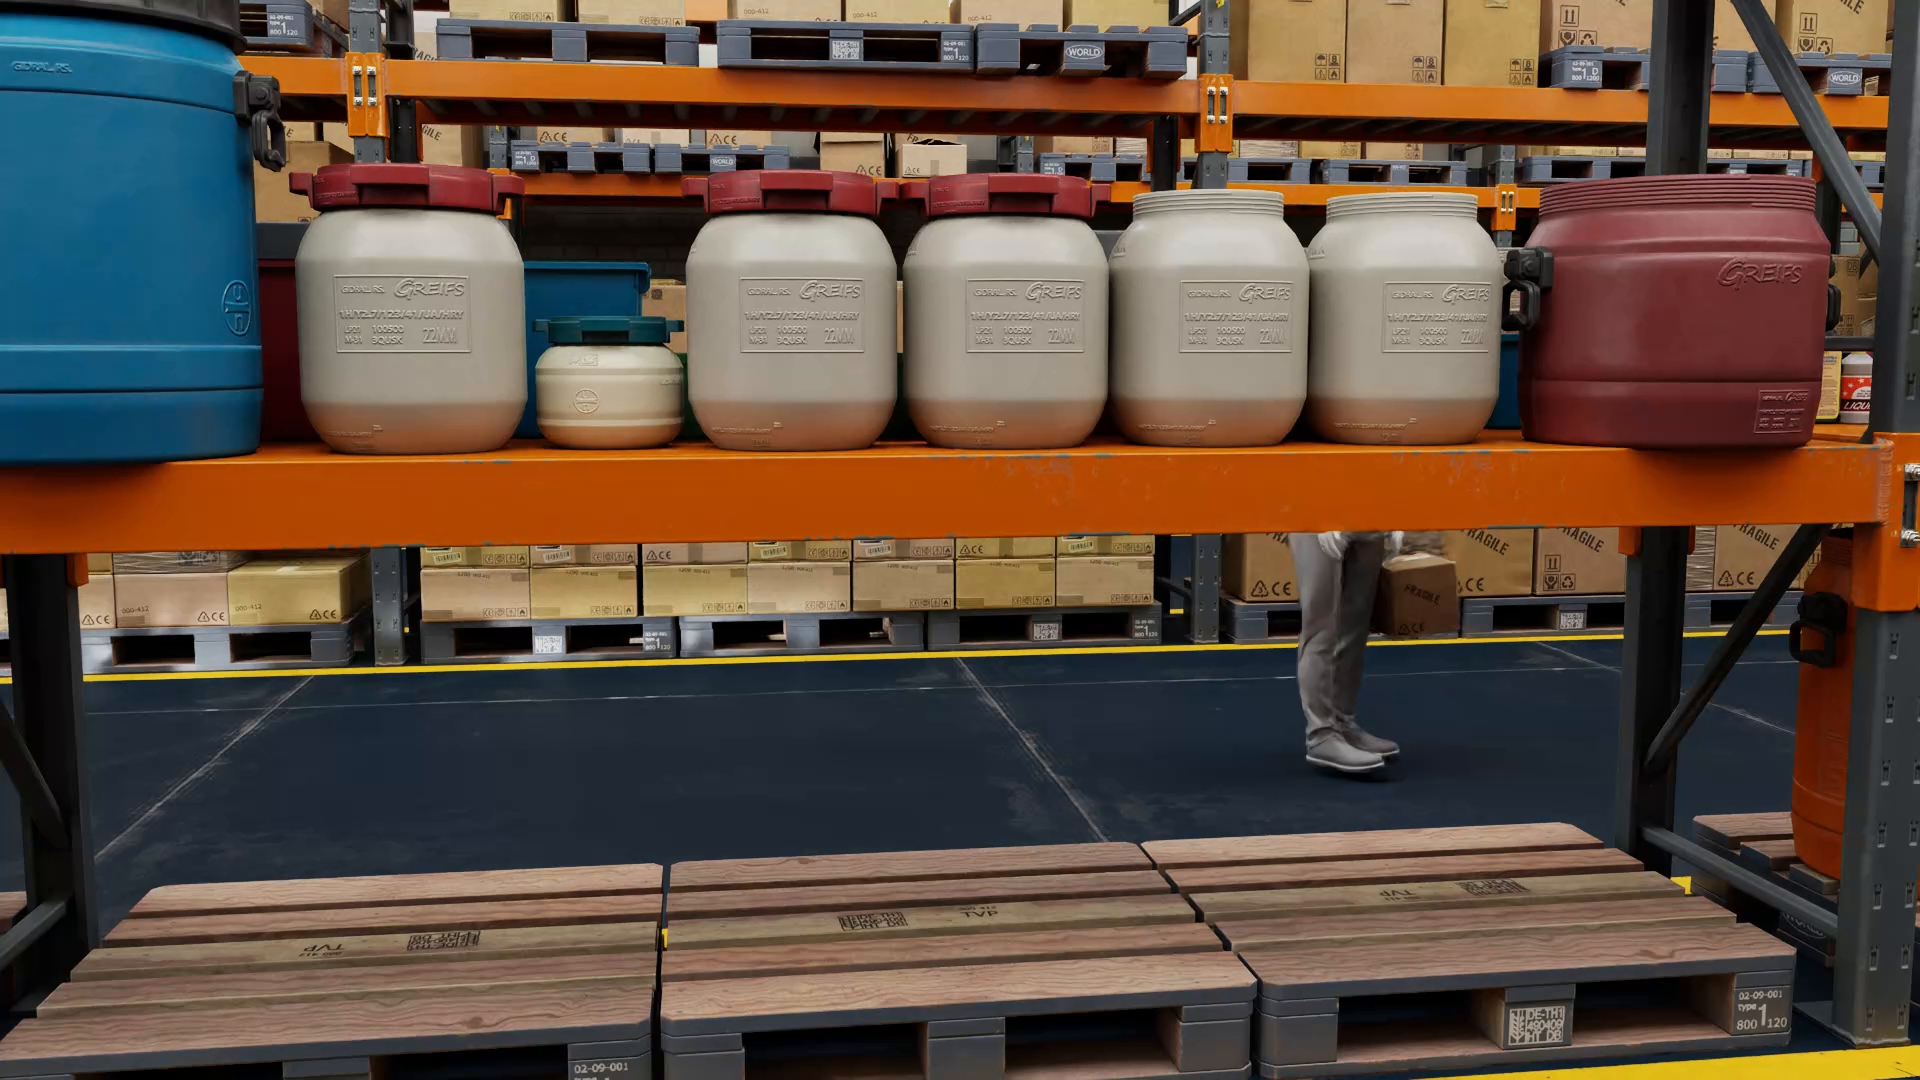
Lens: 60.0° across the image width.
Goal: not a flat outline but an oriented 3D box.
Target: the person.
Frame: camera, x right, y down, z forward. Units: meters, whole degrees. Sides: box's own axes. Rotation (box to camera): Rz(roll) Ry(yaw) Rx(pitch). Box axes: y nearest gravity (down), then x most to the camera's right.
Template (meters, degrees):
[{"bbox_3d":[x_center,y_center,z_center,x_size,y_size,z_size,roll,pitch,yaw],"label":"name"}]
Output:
[{"bbox_3d":[1.413,-0.041,5.935,0.501,1.694,0.533,-3,7,-25],"label":"person"}]
